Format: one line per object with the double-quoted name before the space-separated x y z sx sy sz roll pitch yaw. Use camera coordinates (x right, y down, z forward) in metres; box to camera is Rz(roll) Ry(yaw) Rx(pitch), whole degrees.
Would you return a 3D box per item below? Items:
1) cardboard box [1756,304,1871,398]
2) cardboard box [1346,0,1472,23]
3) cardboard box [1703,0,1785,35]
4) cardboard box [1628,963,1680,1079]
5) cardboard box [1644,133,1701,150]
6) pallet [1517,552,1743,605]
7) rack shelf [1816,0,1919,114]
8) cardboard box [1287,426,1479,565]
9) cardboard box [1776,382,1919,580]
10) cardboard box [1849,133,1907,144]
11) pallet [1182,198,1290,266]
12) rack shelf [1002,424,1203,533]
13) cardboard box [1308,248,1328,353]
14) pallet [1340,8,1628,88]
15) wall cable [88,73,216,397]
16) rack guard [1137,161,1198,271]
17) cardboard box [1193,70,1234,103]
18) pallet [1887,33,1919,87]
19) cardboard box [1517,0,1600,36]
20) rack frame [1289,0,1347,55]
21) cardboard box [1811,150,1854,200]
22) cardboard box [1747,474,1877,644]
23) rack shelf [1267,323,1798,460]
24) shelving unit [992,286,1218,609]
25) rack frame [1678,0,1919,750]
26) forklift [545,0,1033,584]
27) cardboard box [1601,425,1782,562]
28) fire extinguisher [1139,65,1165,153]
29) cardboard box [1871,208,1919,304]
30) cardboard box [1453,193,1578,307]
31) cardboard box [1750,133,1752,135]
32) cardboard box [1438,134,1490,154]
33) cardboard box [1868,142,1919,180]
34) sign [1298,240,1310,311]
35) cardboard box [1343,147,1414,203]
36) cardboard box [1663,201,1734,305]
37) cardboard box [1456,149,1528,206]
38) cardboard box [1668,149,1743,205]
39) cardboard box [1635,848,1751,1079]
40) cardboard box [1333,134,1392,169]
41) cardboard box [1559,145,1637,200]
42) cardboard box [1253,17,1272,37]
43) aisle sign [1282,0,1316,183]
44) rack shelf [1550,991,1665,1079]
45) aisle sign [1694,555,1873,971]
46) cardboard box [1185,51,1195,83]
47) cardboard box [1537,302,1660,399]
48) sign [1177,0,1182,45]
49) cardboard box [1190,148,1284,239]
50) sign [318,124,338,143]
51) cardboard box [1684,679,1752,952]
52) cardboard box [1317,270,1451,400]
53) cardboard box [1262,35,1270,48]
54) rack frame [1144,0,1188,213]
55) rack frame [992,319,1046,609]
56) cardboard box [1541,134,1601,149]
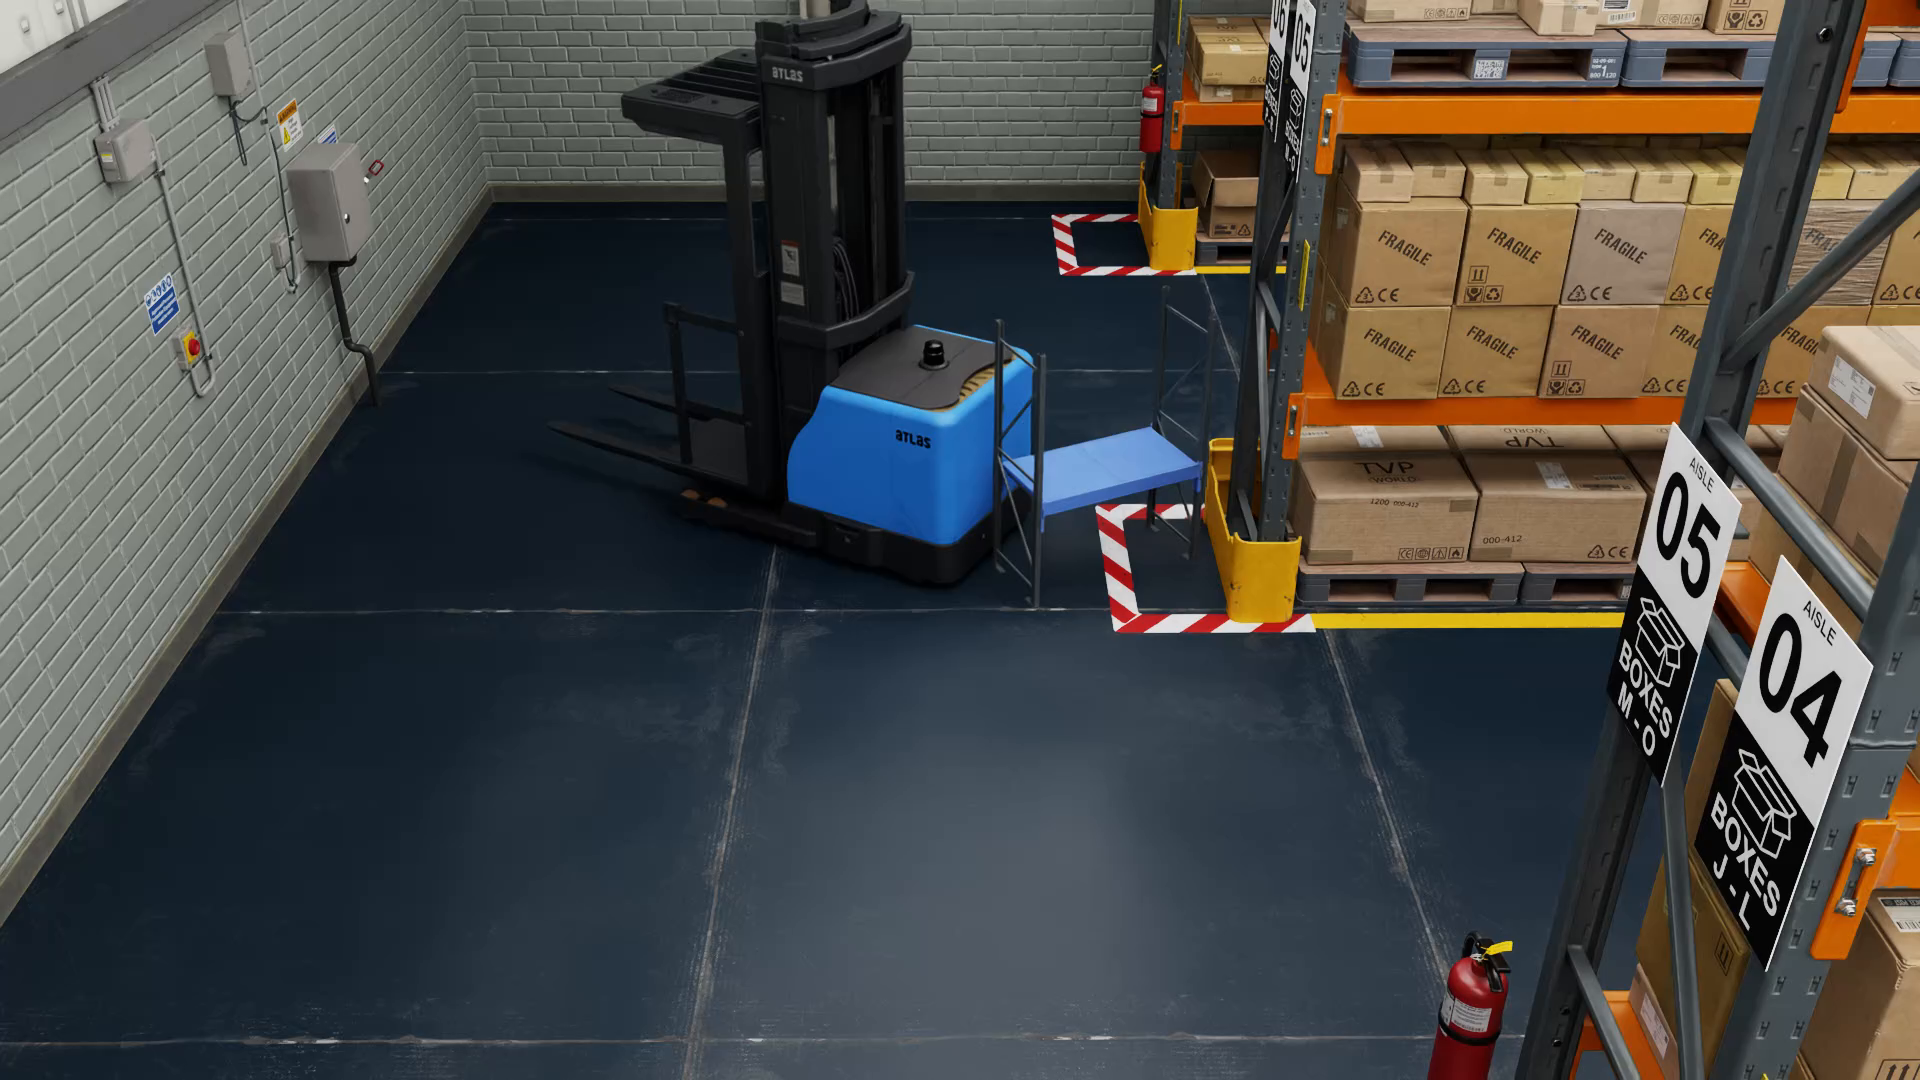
"cardboard box" 4.158 -1.049 8.380 0.500 0.500 0.500 -1 31 -1
"cardboard box" 2.086 -2.630 7.834 0.500 0.250 0.500 -3 31 -5
"cardboard box" 3.654 -2.618 7.572 0.500 0.500 0.500 0 31 1
"cardboard box" 2.092 1.385 4.706 0.250 0.149 0.380 0 31 0
"cardboard box" 3.533 -2.018 8.387 0.250 0.149 0.380 1 31 1
"pallet" 3.653 0.005 9.427 1.213 0.211 1.003 0 31 0
"rack shelf" 3.768 -0.837 3.039 4.000 0.370 1.077 0 31 0
"cardboard box" 2.296 -0.280 9.274 0.875 0.438 0.875 -1 31 -2
"cardboard box" 2.227 -0.140 3.749 0.500 0.250 0.500 -1 31 -2
"cardboard box" 4.559 -2.035 8.415 0.250 0.149 0.380 0 31 -1
"pallet" 2.477 -2.527 13.601 1.213 0.211 1.003 0 31 0
"rack shelf" 0.762 -0.350 9.117 1.000 0.185 0.538 -14 34 -22
"cardboard box" 2.118 -1.323 8.832 0.500 0.500 0.500 0 31 0
"pallet" 2.379 -2.394 7.887 1.213 0.211 1.003 0 31 0
"wall cable" -4.001 -1.560 8.308 0.123 1.953 0.585 0 31 0
"rack guard" 1.679 -2.648 13.522 0.348 0.500 1.175 0 31 0
"cardboard box" 1.934 -3.468 12.705 0.250 0.149 0.380 0 31 -1
"pallet" 4.819 -2.402 7.899 1.213 0.211 1.003 0 31 0
"cardboard box" 2.726 -2.423 7.590 0.250 0.149 0.380 1 31 2
"rack frame" 1.637 -3.707 7.073 0.127 3.000 1.000 0 31 0
"cardboard box" 4.052 -1.765 7.970 0.250 0.149 0.380 -1 31 -1
"cardboard box" 2.221 0.069 3.887 0.500 0.250 0.500 -1 31 -1
"rack shelf" 3.637 -0.840 8.826 4.000 0.370 1.077 0 31 0
"shelving unit" 0.762 -0.504 9.023 1.048 1.500 0.538 -14 34 -22
"rack frame" 1.768 -1.139 2.842 0.127 3.000 1.000 0 31 0
"forklift" -1.117 -1.553 9.374 3.031 2.935 1.130 16 35 25
"cardboard box" 4.113 -0.289 9.289 0.875 0.438 0.875 -1 31 -2
"fire extinguisher" 1.459 -3.284 12.594 0.183 0.674 0.296 0 31 0
"cardboard box" 4.659 -1.482 8.130 0.500 0.500 0.500 -1 31 -1
"cardboard box" 2.635 -1.471 8.111 0.500 0.500 0.500 -1 31 -2
"cardboard box" 4.043 -2.005 8.367 0.250 0.149 0.380 0 31 0
"cardboard box" 2.506 -2.052 8.444 0.250 0.149 0.380 0 31 -1
"cardboard box" 4.564 -1.785 8.004 0.250 0.149 0.380 0 31 -1
"sign" 1.634 -1.258 7.910 0.005 0.325 0.100 0 31 0
"cardboard box" 1.994 -1.747 7.941 0.250 0.149 0.380 0 31 1
"cardboard box" 3.649 -1.479 8.124 0.500 0.500 0.500 0 31 0
"cardboard box" 2.516 -1.726 7.906 0.250 0.149 0.380 1 31 1
"cardboard box" 3.545 -1.730 7.913 0.250 0.149 0.380 -1 31 -1
"cardboard box" 2.216 1.121 4.517 0.500 0.500 0.500 0 31 1
"cardboard box" 1.995 -1.994 8.349 0.250 0.149 0.380 0 31 0
"cardboard box" 3.041 -1.764 7.970 0.250 0.149 0.380 0 31 0
"cardboard box" 2.577 -3.920 13.065 0.500 0.250 0.500 0 31 0
"aisle sign" 1.567 -2.103 7.707 0.004 0.787 0.394 0 31 0
"rack shelf" 3.768 1.727 4.595 4.000 0.370 1.077 0 31 0
"aisle sign" 1.697 0.470 3.467 0.004 0.787 0.394 0 31 0
"cardboard box" 1.933 -3.749 13.169 0.250 0.149 0.380 -1 31 -1
"cardboard box" 3.133 -1.045 8.374 0.500 0.500 0.500 0 31 -1
"sign" 1.607 -3.805 12.184 0.005 0.325 0.100 0 31 0
"cardboard box" 2.216 -2.781 13.334 0.637 0.503 0.797 -1 31 -2
"sign" -4.078 -2.417 10.823 0.001 0.494 0.329 0 31 0
"cardboard box" 2.224 0.698 4.250 0.500 0.500 0.500 -1 31 -1
"cardboard box" 2.119 -1.037 8.360 0.500 0.500 0.500 0 31 -1
"cardboard box" 2.563 -3.643 12.609 0.500 0.250 0.500 0 31 0
"rack frame" 1.603 -3.716 12.873 0.127 3.000 1.000 0 31 0
"rack frame" 0.306 -0.387 8.831 0.032 1.500 0.500 -14 34 -22
"cardboard box" 3.020 -1.996 8.351 0.250 0.149 0.380 0 31 -1
